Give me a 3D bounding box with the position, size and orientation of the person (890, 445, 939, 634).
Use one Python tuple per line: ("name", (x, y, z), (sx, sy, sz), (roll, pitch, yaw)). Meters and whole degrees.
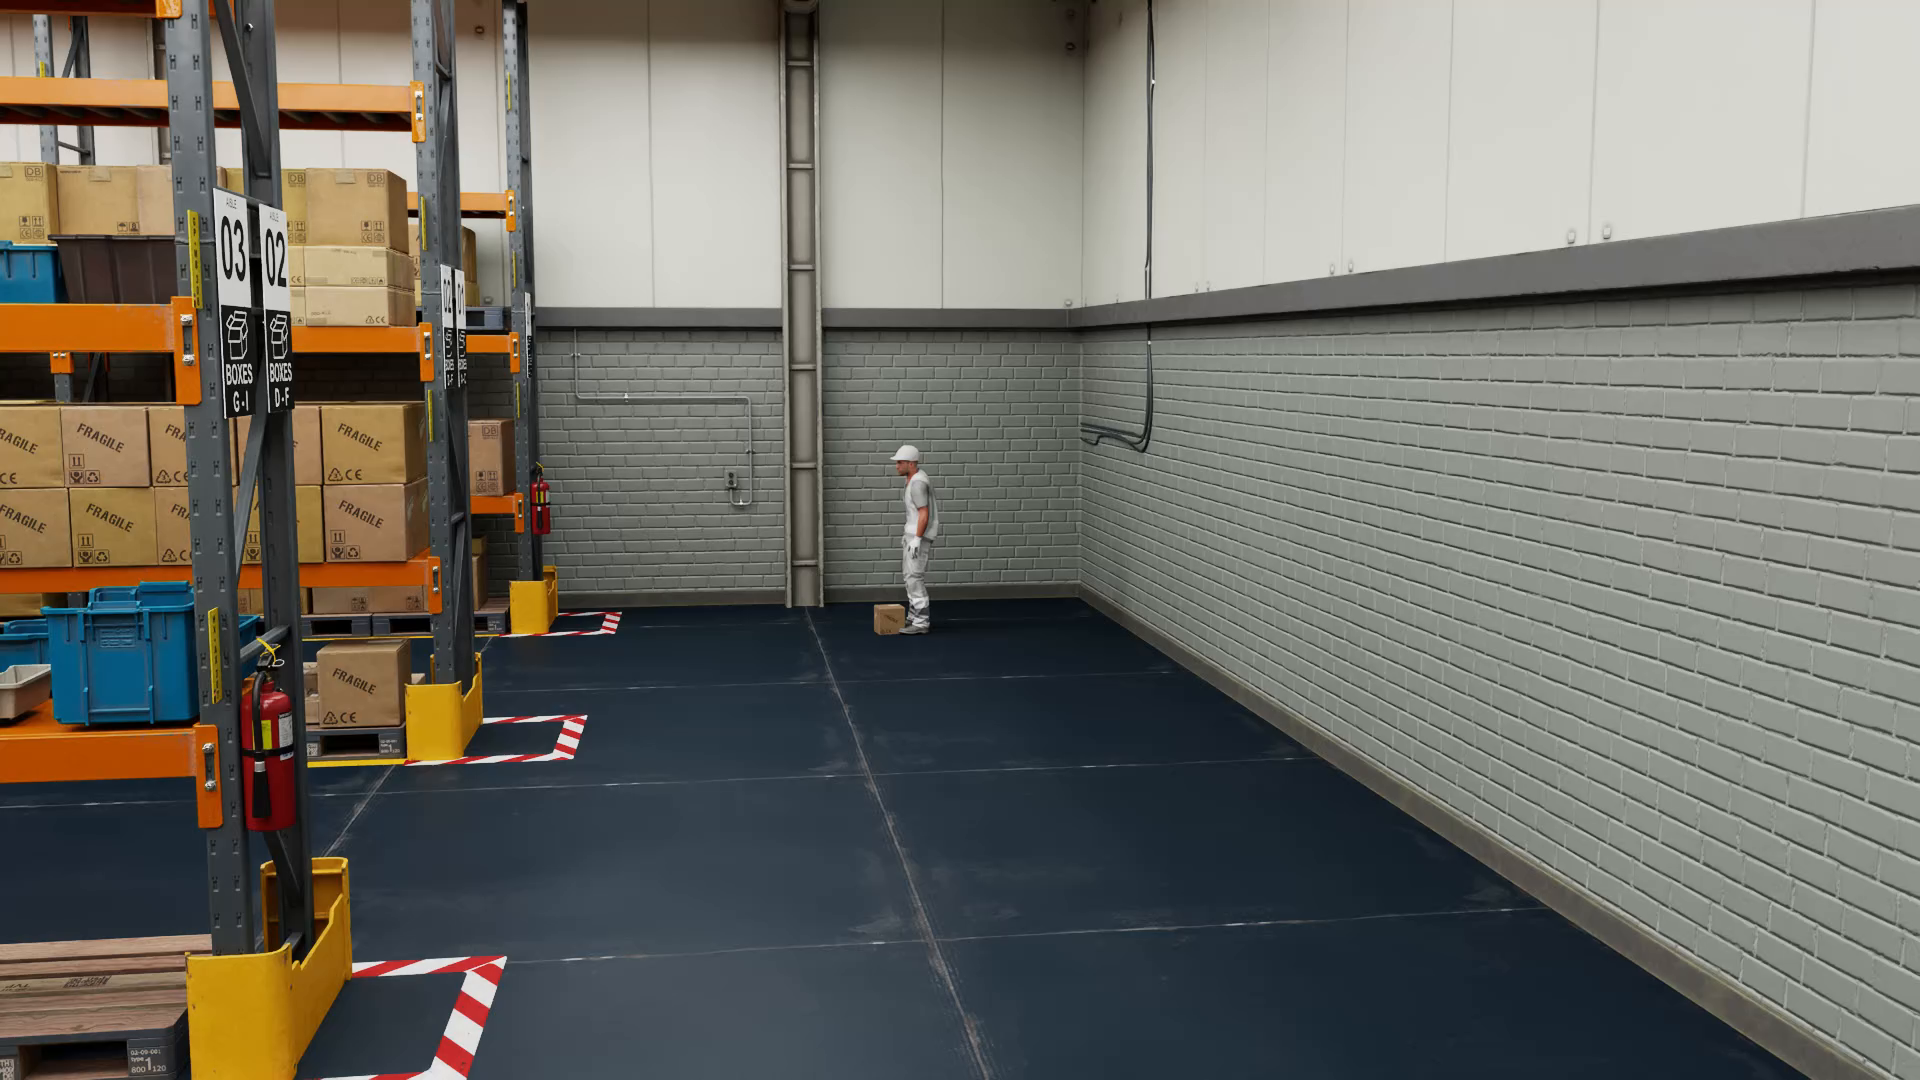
("person", (-0.436, -0.009, 15.725), (0.451, 1.778, 0.603), (-1, 6, -10))
